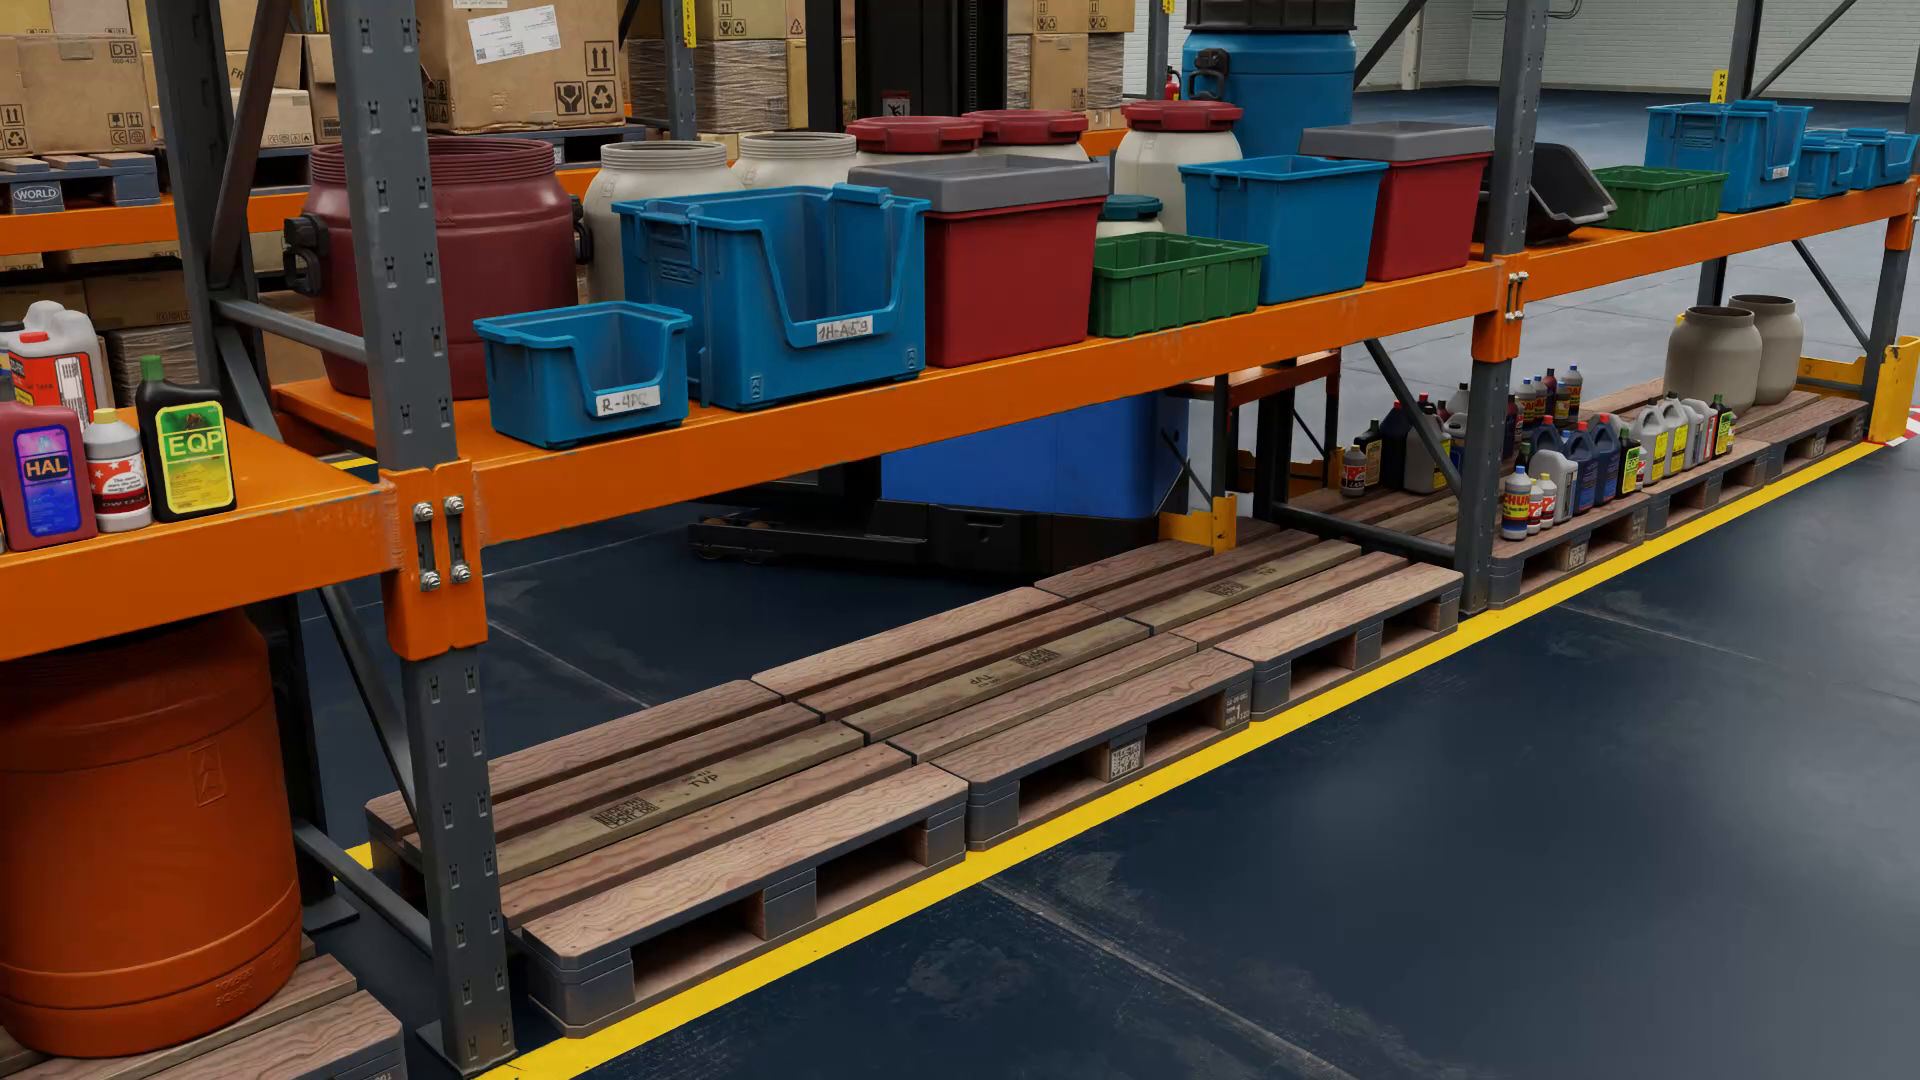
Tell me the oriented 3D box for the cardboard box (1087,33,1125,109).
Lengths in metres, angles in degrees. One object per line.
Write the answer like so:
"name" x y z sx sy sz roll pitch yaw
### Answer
"cardboard box" 0.655 -3.301 11.659 0.500 0.500 0.875 -16 24 -41

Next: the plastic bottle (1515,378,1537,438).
"plastic bottle" 2.623 -0.616 7.731 0.097 0.271 0.097 0 18 0

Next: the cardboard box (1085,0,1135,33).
"cardboard box" 0.844 -3.715 11.315 0.500 0.500 0.500 -16 24 -41

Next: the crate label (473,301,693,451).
"crate label" -0.773 -0.343 3.451 0.416 0.233 0.303 -16 24 -41

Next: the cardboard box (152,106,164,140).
"cardboard box" -3.713 -2.077 8.065 0.396 0.266 0.258 17 25 42

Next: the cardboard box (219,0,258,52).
"cardboard box" -5.524 -3.925 12.443 0.500 0.500 0.700 -17 24 -42

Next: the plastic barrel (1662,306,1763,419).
"plastic barrel" 3.686 -0.866 8.146 0.421 0.512 0.421 0 18 0

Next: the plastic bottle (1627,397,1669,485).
"plastic bottle" 2.887 -0.422 7.006 0.185 0.351 0.144 -17 24 -41

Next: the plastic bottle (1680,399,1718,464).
"plastic bottle" 3.241 -0.492 7.340 0.135 0.276 0.152 -16 24 -40

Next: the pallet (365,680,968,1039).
"pallet" -0.747 0.754 4.318 1.213 0.211 1.003 -16 24 -41

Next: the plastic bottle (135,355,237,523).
"plastic bottle" -1.337 -0.181 2.868 0.133 0.283 0.061 -16 24 -41

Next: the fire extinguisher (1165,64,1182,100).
"fire extinguisher" 1.473 -3.107 11.829 0.183 0.674 0.296 -16 24 -41

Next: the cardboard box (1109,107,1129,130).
"cardboard box" 1.008 -2.996 11.770 0.250 0.149 0.380 -16 24 -41

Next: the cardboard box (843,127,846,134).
"cardboard box" -0.732 -2.442 10.060 0.250 0.149 0.380 -16 24 -41

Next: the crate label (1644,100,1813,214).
"crate label" 3.325 -1.679 7.242 0.616 0.435 0.502 -16 24 -41

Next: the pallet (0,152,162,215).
"pallet" -4.295 -1.611 7.401 1.003 0.211 1.213 -16 24 -41

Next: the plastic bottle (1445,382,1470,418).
"plastic bottle" 2.214 -0.524 7.320 0.185 0.351 0.144 -16 24 -41

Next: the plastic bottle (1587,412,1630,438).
"plastic bottle" 2.767 -0.415 7.103 0.135 0.276 0.152 -16 24 -41

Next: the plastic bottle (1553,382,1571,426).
"plastic bottle" 2.870 -0.655 7.964 0.097 0.201 0.097 0 18 0

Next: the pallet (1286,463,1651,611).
"pallet" 2.086 -0.072 6.863 1.213 0.211 1.003 -16 24 -41

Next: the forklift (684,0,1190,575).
"forklift" -0.599 -1.447 6.696 3.031 2.935 1.130 5 19 15

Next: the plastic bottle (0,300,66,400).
"plastic bottle" -1.873 -0.339 3.369 0.135 0.276 0.152 -16 24 -41

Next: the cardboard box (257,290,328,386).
"cardboard box" -3.465 -0.936 8.348 0.500 0.500 0.700 -14 23 -36

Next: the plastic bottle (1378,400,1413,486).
"plastic bottle" 1.840 -0.415 6.984 0.185 0.351 0.144 -17 25 -42

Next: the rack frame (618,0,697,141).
"rack frame" -1.833 -2.375 9.446 0.127 3.000 1.000 -16 24 -41

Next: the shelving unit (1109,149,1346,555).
"shelving unit" 1.065 -0.796 6.597 0.587 1.500 1.083 10 19 35

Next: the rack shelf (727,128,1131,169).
"rack shelf" -0.380 -2.457 10.865 4.000 0.370 1.077 -16 24 -41

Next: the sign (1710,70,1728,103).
"sign" 4.101 -2.369 8.978 0.005 0.325 0.100 -16 24 -41

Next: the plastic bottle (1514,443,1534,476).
"plastic bottle" 2.245 -0.250 6.583 0.133 0.283 0.061 -16 24 -41

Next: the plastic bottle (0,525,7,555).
"plastic bottle" -1.601 -0.072 2.667 0.097 0.201 0.097 0 18 0

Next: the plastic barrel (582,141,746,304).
"plastic barrel" -0.736 -0.737 4.211 0.421 0.512 0.421 0 18 0

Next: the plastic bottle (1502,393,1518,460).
"plastic bottle" 2.408 -0.502 7.361 0.133 0.283 0.061 -16 24 -41

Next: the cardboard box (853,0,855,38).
"cardboard box" -0.605 -3.290 10.004 0.500 0.500 0.500 -16 24 -41

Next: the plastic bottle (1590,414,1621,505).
"plastic bottle" 2.579 -0.332 6.728 0.144 0.351 0.185 17 24 42

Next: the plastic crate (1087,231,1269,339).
"plastic crate" 0.498 -0.732 4.722 0.662 0.188 0.450 -16 24 -41

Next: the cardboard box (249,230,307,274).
"cardboard box" -5.557 -2.486 12.755 0.750 0.750 1.050 -16 24 -41

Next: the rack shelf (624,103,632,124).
"rack shelf" -3.714 -3.590 14.359 4.000 0.370 1.077 -16 24 -41

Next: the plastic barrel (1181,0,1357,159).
"plastic barrel" 1.081 -1.490 5.903 0.708 0.901 0.600 -16 24 -41

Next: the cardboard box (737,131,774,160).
"cardboard box" -1.280 -2.284 9.572 0.250 0.149 0.380 -16 24 -41

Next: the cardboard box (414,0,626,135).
"cardboard box" -2.507 -2.723 8.867 1.000 1.000 1.000 -16 24 -40

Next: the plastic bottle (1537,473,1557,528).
"plastic bottle" 2.250 -0.156 6.425 0.097 0.201 0.097 0 18 0

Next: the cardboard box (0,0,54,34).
"cardboard box" -6.632 -3.602 11.446 0.500 0.500 0.700 -17 24 -41

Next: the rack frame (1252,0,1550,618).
"rack frame" 1.570 -1.265 6.023 0.127 3.000 1.000 -16 24 -41

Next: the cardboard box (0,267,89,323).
"cardboard box" -4.273 -1.053 7.493 0.500 0.250 0.500 -15 23 -39

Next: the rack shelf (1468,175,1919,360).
"rack shelf" 3.023 -1.347 7.441 4.000 0.370 1.077 -16 24 -41

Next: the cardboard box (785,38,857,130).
"cardboard box" -1.076 -2.744 9.939 0.500 0.500 0.875 -16 24 -41

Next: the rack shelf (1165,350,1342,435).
"rack shelf" 1.073 -0.625 6.651 0.538 0.185 1.000 10 19 35

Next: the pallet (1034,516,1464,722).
"pallet" 1.026 0.236 5.913 1.213 0.211 1.003 -16 24 -41

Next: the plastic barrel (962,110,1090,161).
"plastic barrel" 0.191 -1.021 5.049 0.433 0.535 0.433 0 18 0

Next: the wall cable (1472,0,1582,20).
"wall cable" 14.574 -14.671 42.678 0.112 2.526 3.097 -16 24 -41
